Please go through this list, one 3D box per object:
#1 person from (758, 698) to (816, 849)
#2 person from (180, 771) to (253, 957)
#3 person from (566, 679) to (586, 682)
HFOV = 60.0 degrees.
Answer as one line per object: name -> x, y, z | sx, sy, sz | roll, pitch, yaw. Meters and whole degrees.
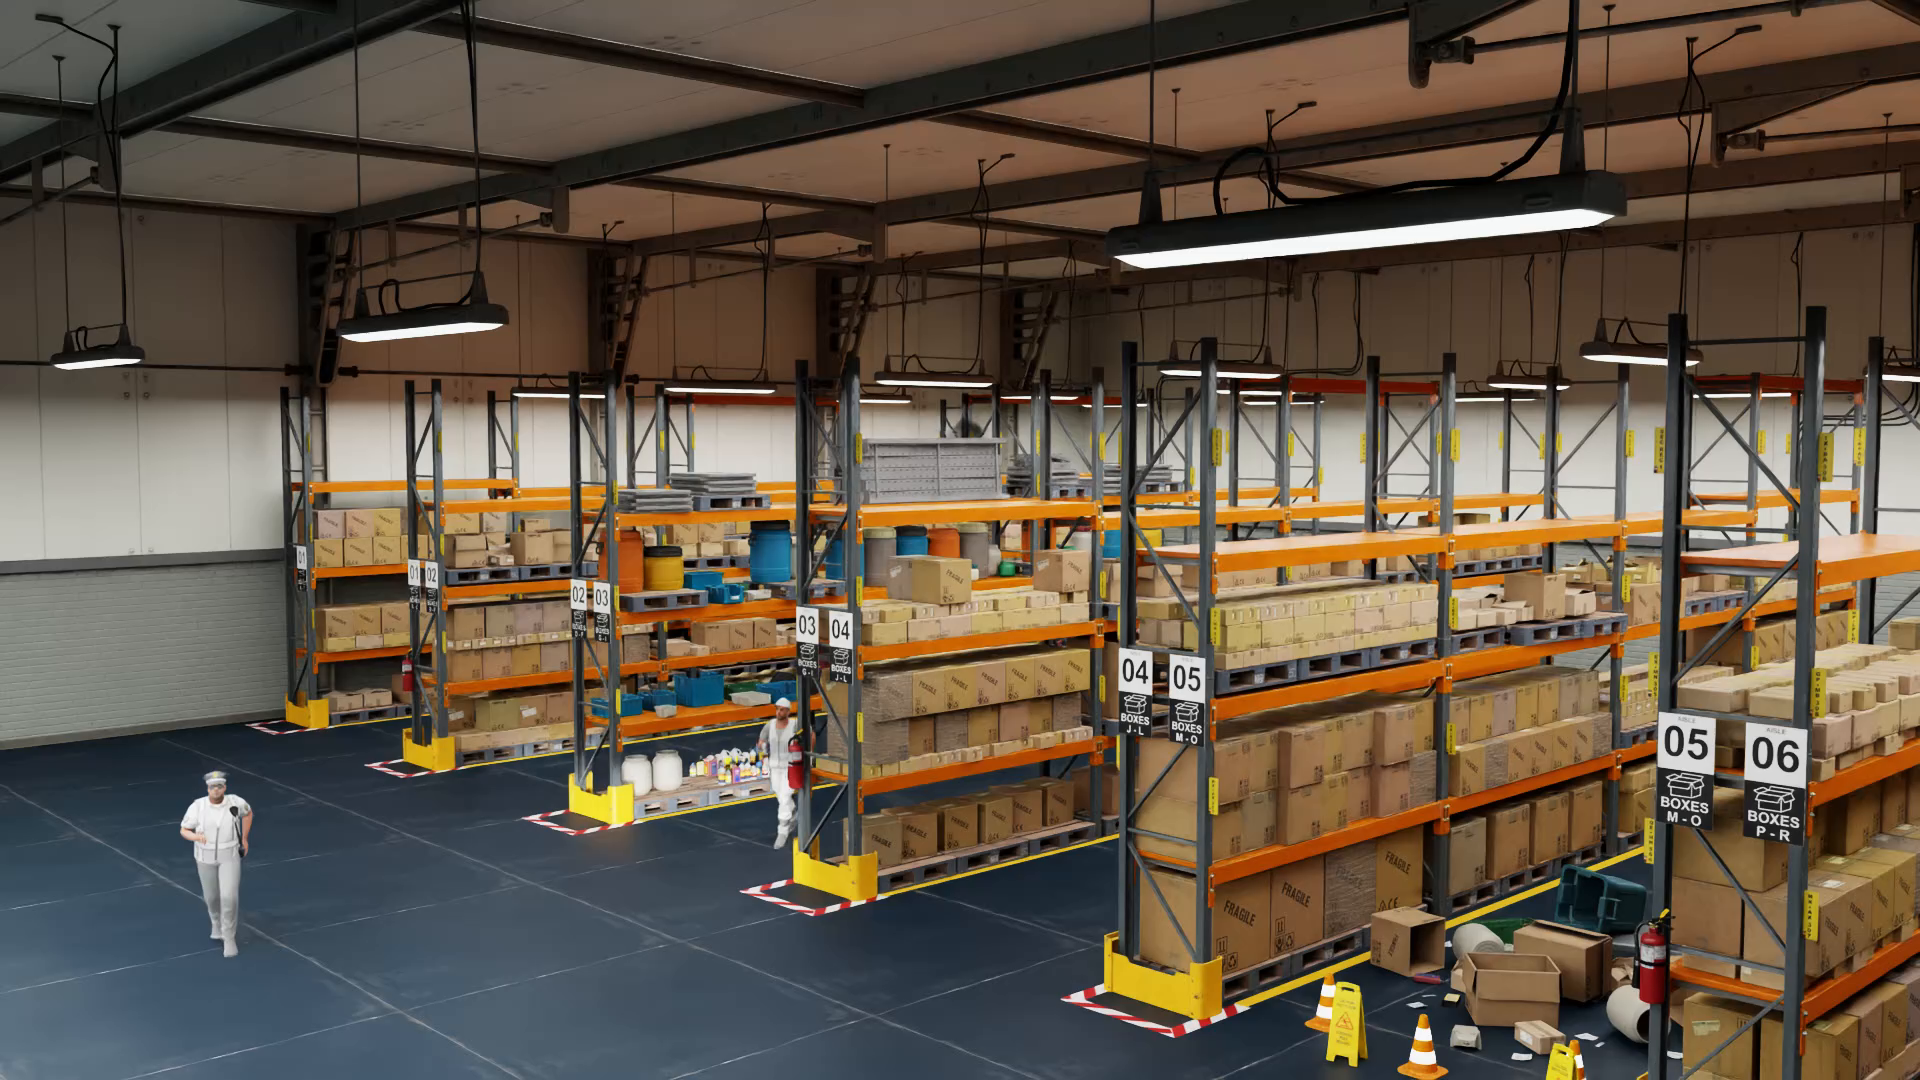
person -> -2.224, 2.910, 21.077 | 0.662, 1.846, 0.836 | 2, 4, 24
person -> -7.459, 3.216, 16.697 | 0.644, 1.835, 0.825 | -1, 4, -18
person -> -6.810, 2.463, 29.690 | 0.956, 1.684, 0.599 | -3, 5, -41
